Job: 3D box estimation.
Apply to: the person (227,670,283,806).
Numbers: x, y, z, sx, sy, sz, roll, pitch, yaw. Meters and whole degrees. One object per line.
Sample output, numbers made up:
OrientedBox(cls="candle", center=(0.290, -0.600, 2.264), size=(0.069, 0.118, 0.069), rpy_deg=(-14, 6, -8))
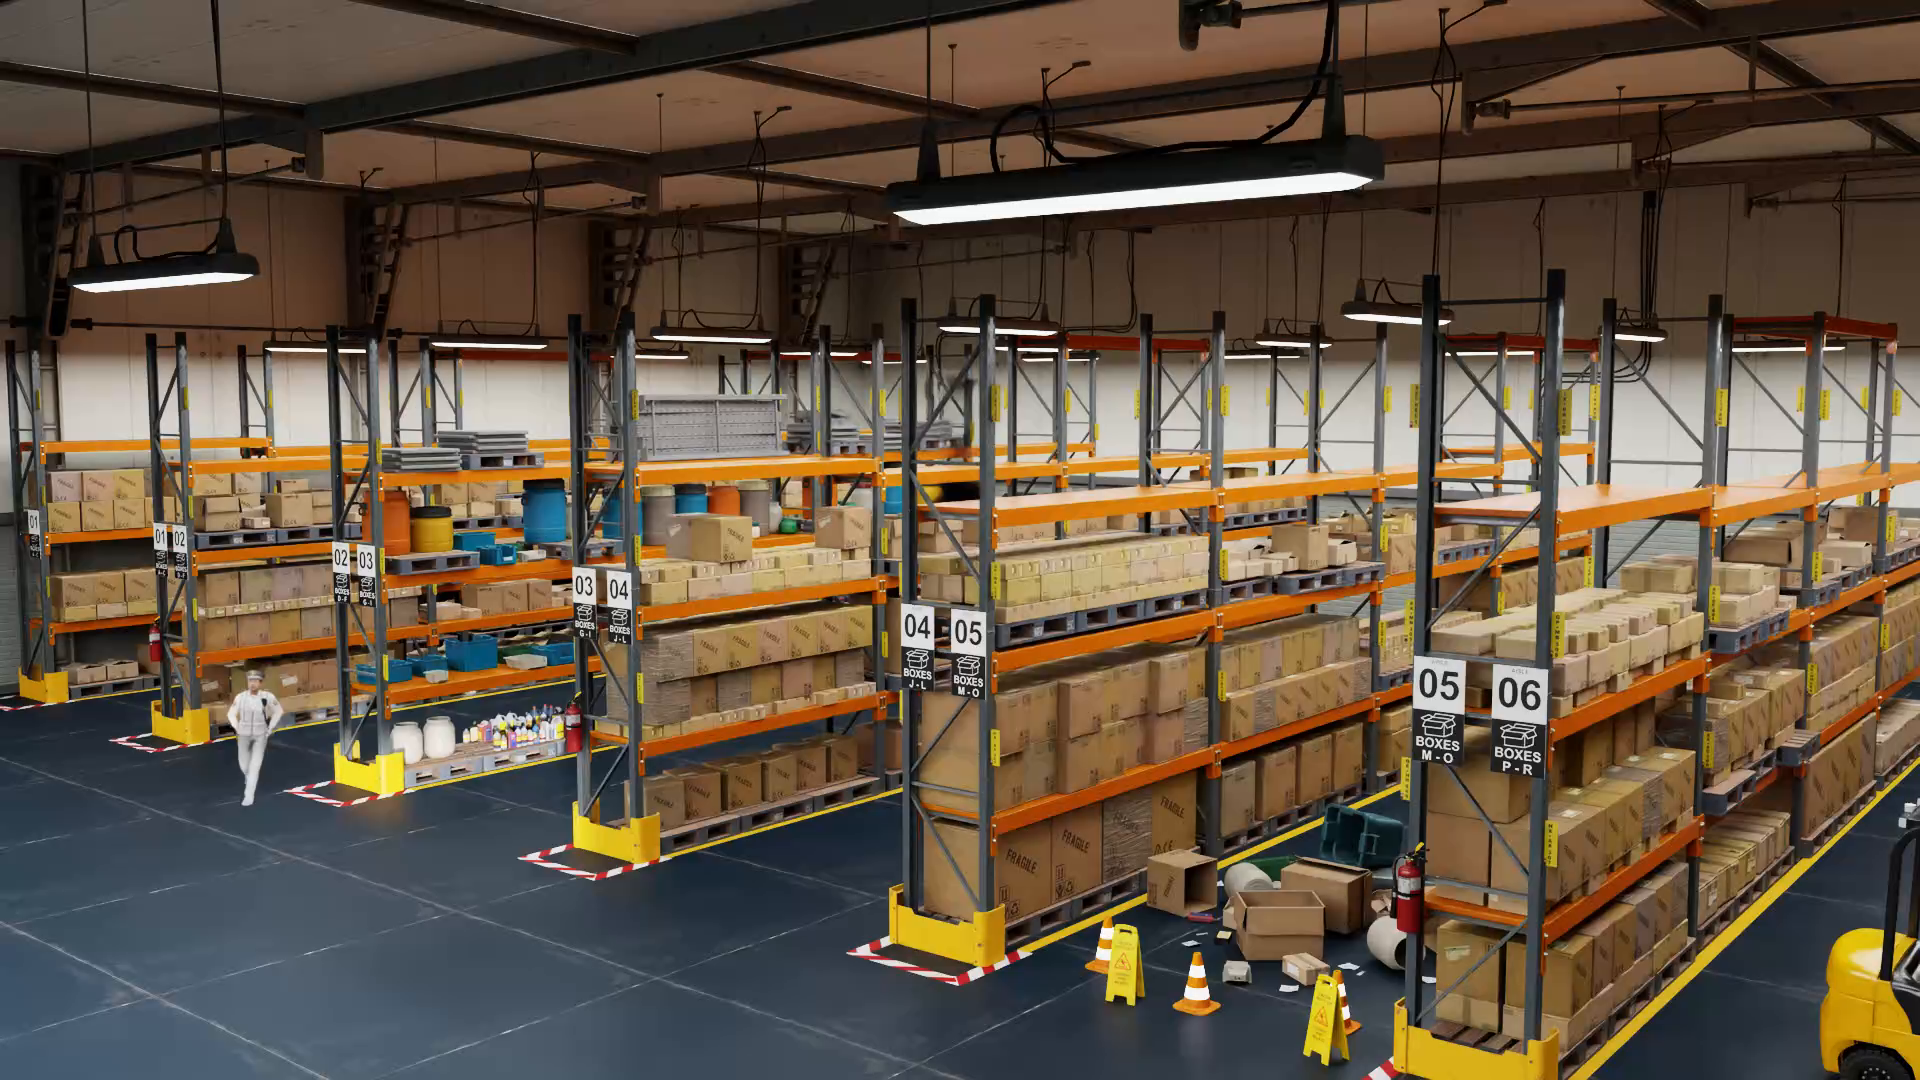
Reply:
OrientedBox(cls="person", center=(-8.899, 2.455, 21.018), size=(0.642, 1.678, 0.739), rpy_deg=(-1, 5, -13))

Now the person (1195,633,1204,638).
OrientedBox(cls="person", center=(3.196, 2.073, 22.249), size=(0.560, 1.657, 0.571), rpy_deg=(4, 6, 35))
